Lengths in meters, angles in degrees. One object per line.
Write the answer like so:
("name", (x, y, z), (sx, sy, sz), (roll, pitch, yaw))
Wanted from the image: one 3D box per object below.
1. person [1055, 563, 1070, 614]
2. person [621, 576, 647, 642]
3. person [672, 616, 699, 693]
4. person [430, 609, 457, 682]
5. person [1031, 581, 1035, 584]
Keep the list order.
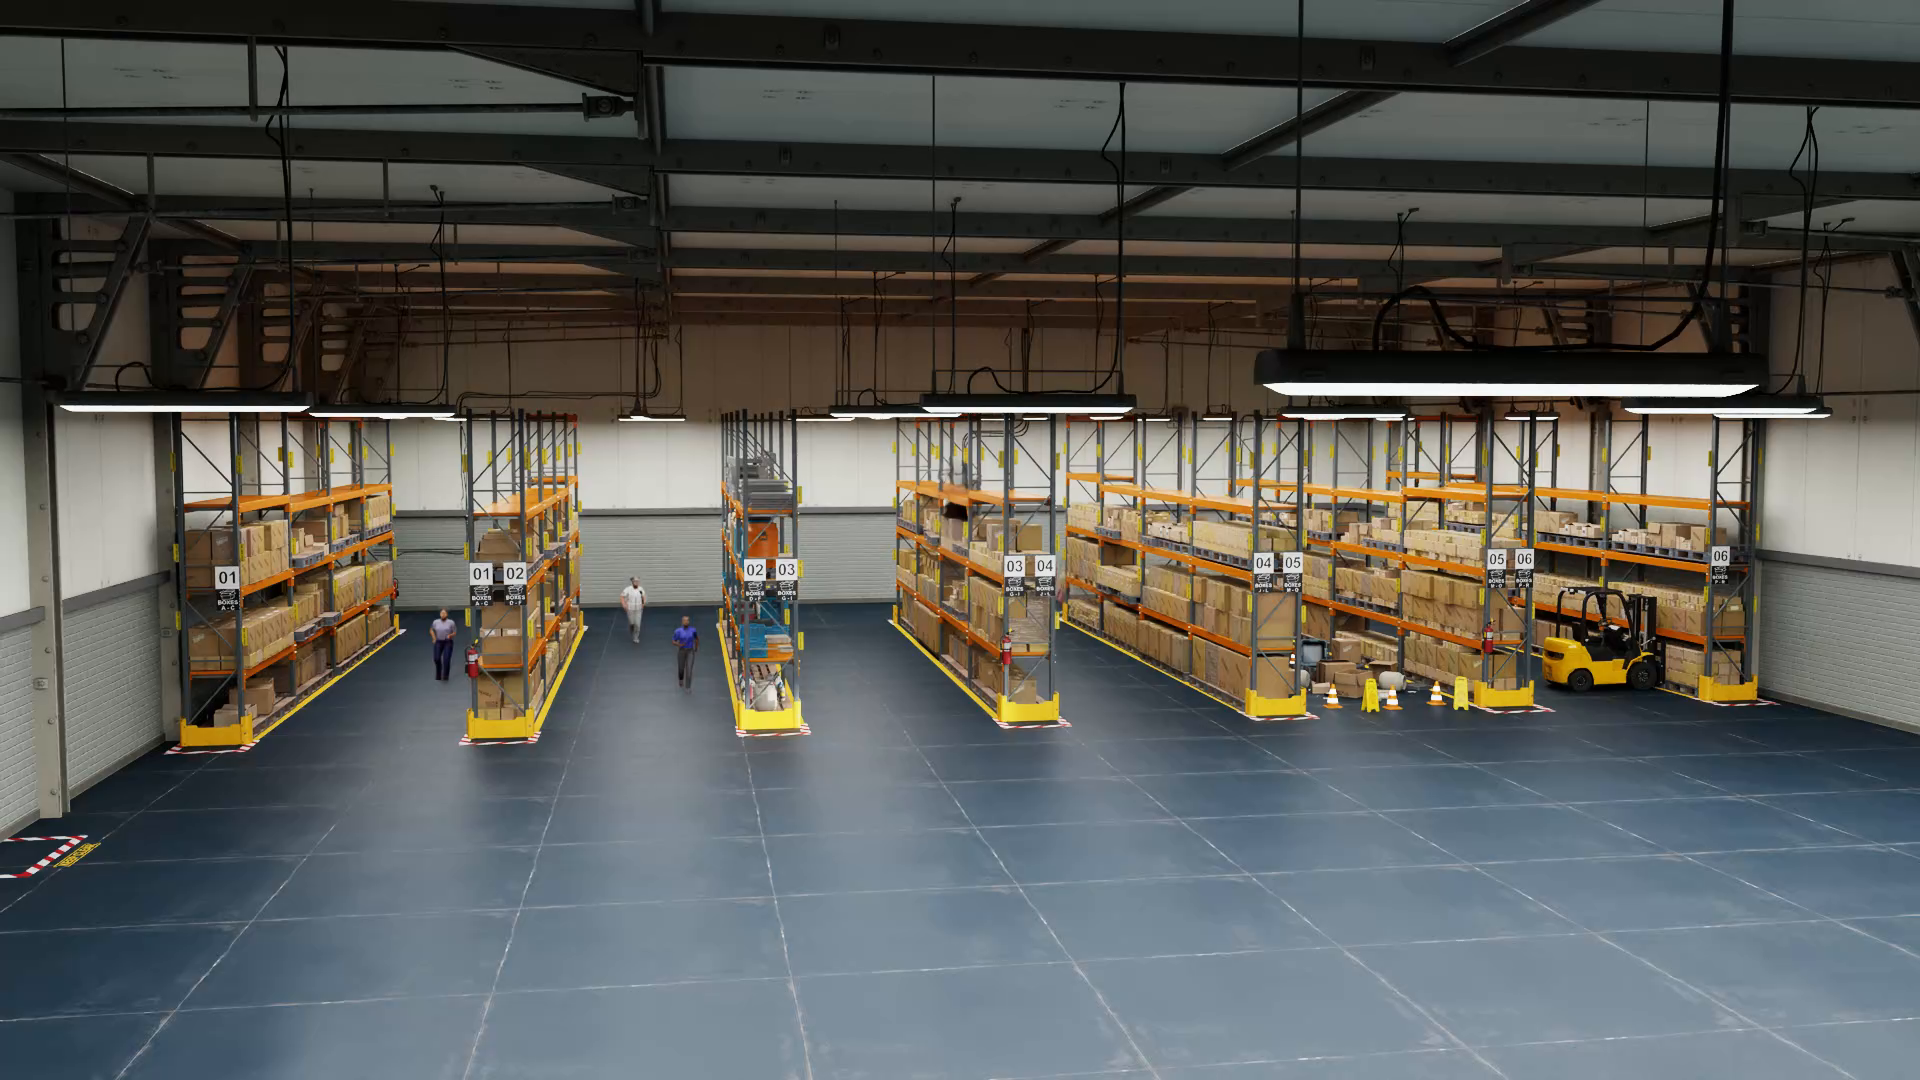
("person", (3.102, 1.458, 49.886), (0.499, 1.573, 0.683), (-1, 4, -17))
("person", (-8.519, 1.818, 43.578), (0.672, 1.747, 0.528), (-2, 4, -22))
("person", (-5.844, 2.430, 35.476), (0.579, 1.613, 0.794), (-1, 4, -15))
("person", (-11.468, 2.340, 36.900), (0.572, 1.630, 0.627), (-1, 4, -14))
("person", (2.289, 1.468, 49.122), (0.611, 1.684, 0.761), (-4, 6, -44))
